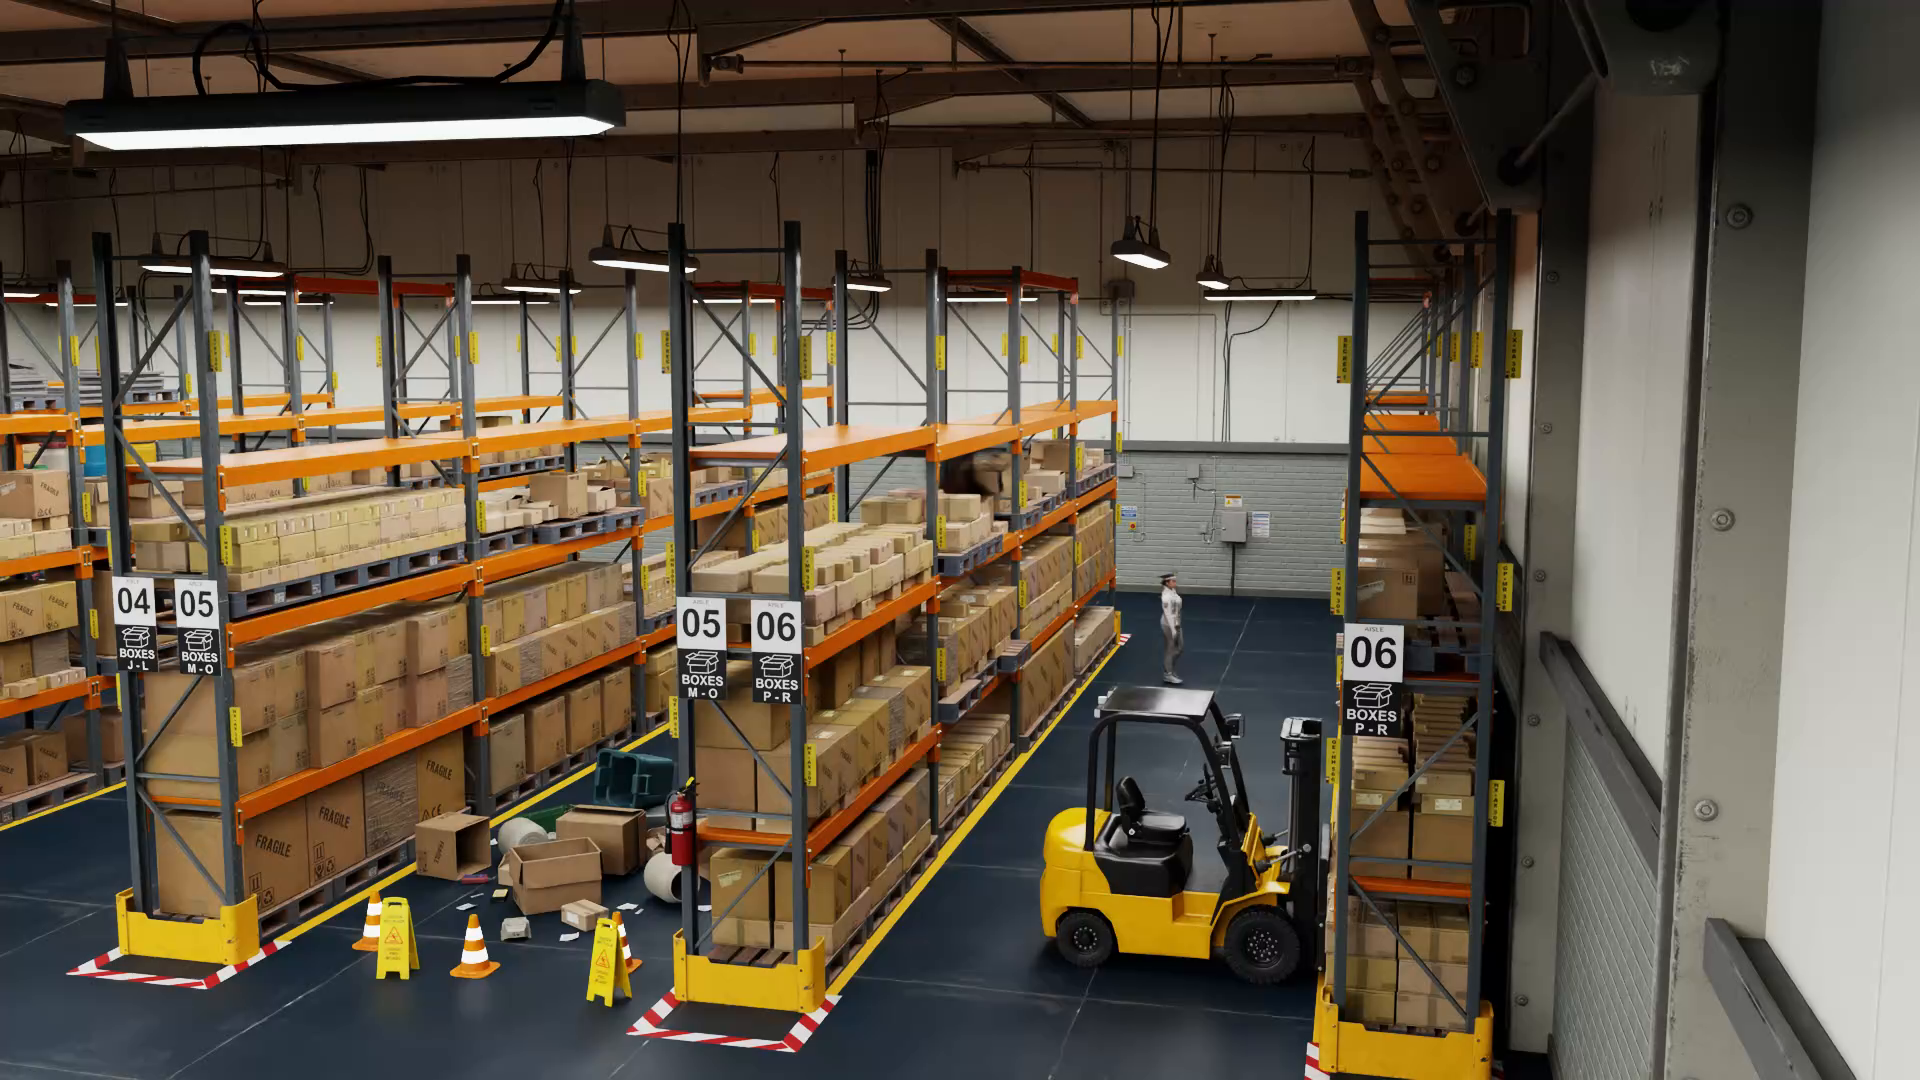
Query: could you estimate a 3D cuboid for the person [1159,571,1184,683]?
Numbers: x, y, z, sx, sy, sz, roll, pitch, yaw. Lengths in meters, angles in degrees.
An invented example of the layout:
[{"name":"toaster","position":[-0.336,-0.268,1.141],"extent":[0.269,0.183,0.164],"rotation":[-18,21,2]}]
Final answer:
[{"name":"person","position":[3.161,1.303,24.874],"extent":[0.360,1.712,0.553],"rotation":[2,7,17]}]
